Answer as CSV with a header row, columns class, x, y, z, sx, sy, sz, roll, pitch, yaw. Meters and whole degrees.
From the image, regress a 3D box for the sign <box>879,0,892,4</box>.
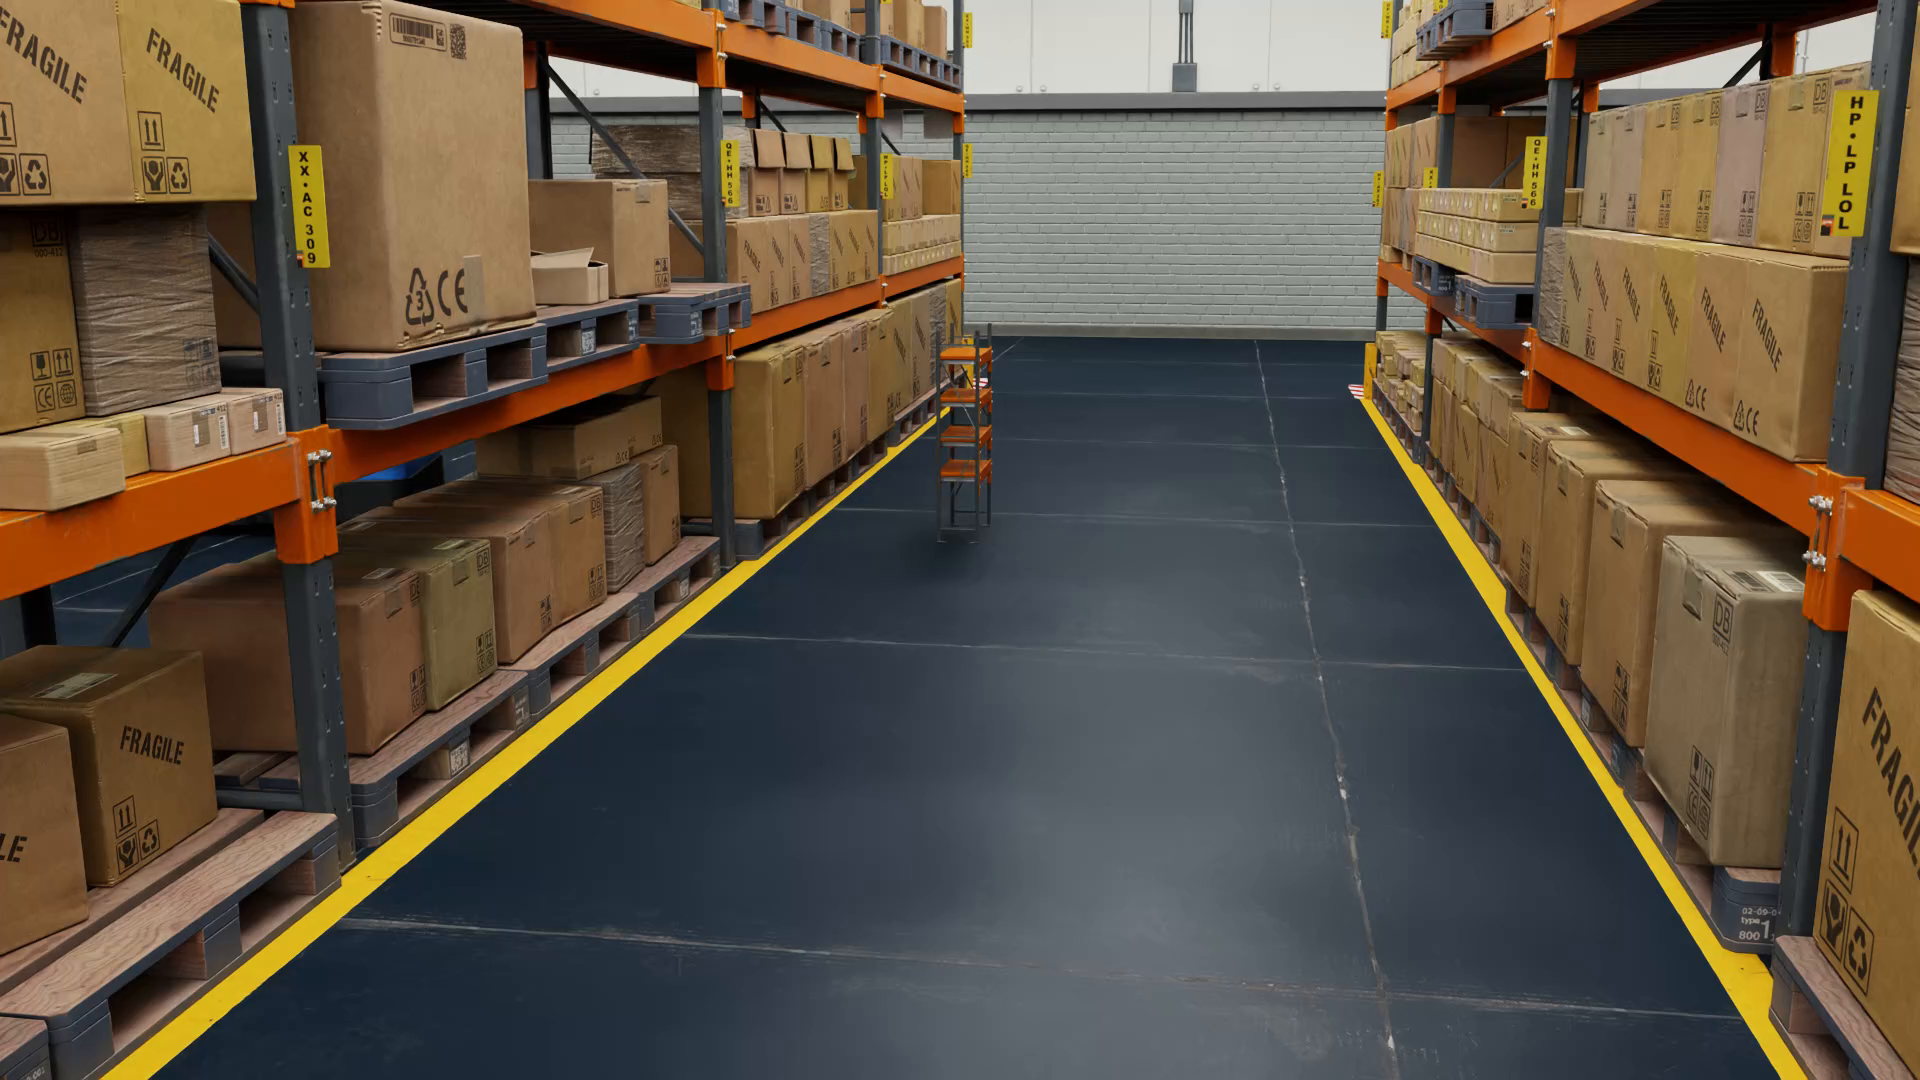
class,x,y,z,sx,sy,sz,roll,pitch,yaw
sign,-0.543,-4.022,11.940,0.100,0.325,0.005,2,12,9

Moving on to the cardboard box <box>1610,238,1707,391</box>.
class,x,y,z,sx,sy,sz,roll,pitch,yaw
cardboard box,2.622,-0.799,5.845,0.500,0.500,0.500,2,12,8

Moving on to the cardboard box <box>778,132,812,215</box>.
class,x,y,z,sx,sy,sz,roll,pitch,yaw
cardboard box,-1.367,-2.298,10.417,0.797,0.503,0.637,2,12,10

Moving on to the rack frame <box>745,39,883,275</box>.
class,x,y,z,sx,sy,sz,roll,pitch,yaw
rack frame,-1.080,-2.164,12.415,1.000,3.000,0.127,2,12,9

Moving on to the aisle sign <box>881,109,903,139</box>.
class,x,y,z,sx,sy,sz,roll,pitch,yaw
aisle sign,-0.750,-4.292,16.120,0.394,0.787,0.004,2,12,9

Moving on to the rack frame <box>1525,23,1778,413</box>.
class,x,y,z,sx,sy,sz,roll,pitch,yaw
rack frame,3.190,-1.150,7.708,1.000,3.000,0.127,2,12,9

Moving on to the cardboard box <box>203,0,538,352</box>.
class,x,y,z,sx,sy,sz,roll,pitch,yaw
cardboard box,-2.050,-1.158,5.327,1.000,1.000,1.000,2,12,9

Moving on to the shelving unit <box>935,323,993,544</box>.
class,x,y,z,sx,sy,sz,roll,pitch,yaw
shelving unit,0.025,-0.621,9.527,0.258,1.200,0.503,2,12,9

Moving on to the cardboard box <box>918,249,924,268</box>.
class,x,y,z,sx,sy,sz,roll,pitch,yaw
cardboard box,-0.507,-2.362,13.930,0.380,0.149,0.250,2,12,9

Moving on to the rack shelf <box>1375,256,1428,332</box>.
class,x,y,z,sx,sy,sz,roll,pitch,yaw
rack shelf,4.113,-2.047,13.580,1.077,0.370,4.000,2,12,9

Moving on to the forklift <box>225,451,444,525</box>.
class,x,y,z,sx,sy,sz,roll,pitch,yaw
forklift,-4.754,-1.555,9.749,3.031,2.935,1.130,-1,12,-6

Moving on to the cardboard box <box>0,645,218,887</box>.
class,x,y,z,sx,sy,sz,roll,pitch,yaw
cardboard box,-2.412,0.600,4.527,0.500,0.500,0.500,1,12,7

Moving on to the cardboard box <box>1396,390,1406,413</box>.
class,x,y,z,sx,sy,sz,roll,pitch,yaw
cardboard box,3.688,-1.102,13.258,0.380,0.149,0.250,2,12,9

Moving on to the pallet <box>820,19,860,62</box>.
class,x,y,z,sx,sy,sz,roll,pitch,yaw
pallet,-1.172,-3.344,11.227,0.805,0.209,1.217,1,12,6

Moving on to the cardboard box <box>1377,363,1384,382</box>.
class,x,y,z,sx,sy,sz,roll,pitch,yaw
cardboard box,4.023,-1.528,15.234,0.380,0.149,0.250,2,12,10

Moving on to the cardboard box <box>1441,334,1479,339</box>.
class,x,y,z,sx,sy,sz,roll,pitch,yaw
cardboard box,4.494,-1.749,14.846,0.380,0.149,0.250,2,12,10

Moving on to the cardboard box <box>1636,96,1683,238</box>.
class,x,y,z,sx,sy,sz,roll,pitch,yaw
cardboard box,2.958,-1.382,6.176,0.700,0.500,0.500,2,12,8

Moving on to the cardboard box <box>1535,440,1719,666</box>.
class,x,y,z,sx,sy,sz,roll,pitch,yaw
cardboard box,2.876,0.051,6.482,1.050,0.750,0.750,2,12,10

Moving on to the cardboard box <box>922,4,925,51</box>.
class,x,y,z,sx,sy,sz,roll,pitch,yaw
cardboard box,-0.698,-4.543,14.862,0.700,0.500,0.500,1,12,7

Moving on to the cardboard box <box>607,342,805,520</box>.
class,x,y,z,sx,sy,sz,roll,pitch,yaw
cardboard box,-1.569,-0.641,9.395,1.225,0.875,0.875,1,12,6

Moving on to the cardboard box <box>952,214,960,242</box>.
class,x,y,z,sx,sy,sz,roll,pitch,yaw
cardboard box,-0.277,-2.959,15.756,0.500,0.250,0.500,2,12,8

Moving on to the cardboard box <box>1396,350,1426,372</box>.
class,x,y,z,sx,sy,sz,roll,pitch,yaw
cardboard box,3.731,-1.441,13.419,0.380,0.149,0.250,1,12,7

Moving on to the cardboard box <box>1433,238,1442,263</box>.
class,x,y,z,sx,sy,sz,roll,pitch,yaw
cardboard box,3.133,-1.783,10.245,0.380,0.149,0.250,1,12,6

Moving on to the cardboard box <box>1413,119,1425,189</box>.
class,x,y,z,sx,sy,sz,roll,pitch,yaw
cardboard box,3.684,-2.880,12.420,0.500,0.500,0.500,1,12,7

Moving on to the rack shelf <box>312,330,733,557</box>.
class,x,y,z,sx,sy,sz,roll,pitch,yaw
rack shelf,-2.003,-0.563,6.696,1.077,0.370,4.000,2,12,9

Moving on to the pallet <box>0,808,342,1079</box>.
class,x,y,z,sx,sy,sz,roll,pitch,yaw
pallet,-2.379,1.005,4.328,1.003,0.211,1.213,2,12,9

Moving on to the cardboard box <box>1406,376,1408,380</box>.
class,x,y,z,sx,sy,sz,roll,pitch,yaw
cardboard box,3.809,-1.286,13.406,0.380,0.149,0.250,1,12,6

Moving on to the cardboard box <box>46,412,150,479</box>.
class,x,y,z,sx,sy,sz,roll,pitch,yaw
cardboard box,-2.199,-0.220,3.990,0.380,0.149,0.250,2,12,9

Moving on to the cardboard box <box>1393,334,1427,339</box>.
class,x,y,z,sx,sy,sz,roll,pitch,yaw
cardboard box,4.081,-1.758,14.890,0.380,0.149,0.250,2,12,10

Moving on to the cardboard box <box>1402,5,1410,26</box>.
class,x,y,z,sx,sy,sz,roll,pitch,yaw
cardboard box,3.937,-4.430,14.033,0.380,0.149,0.250,2,12,9

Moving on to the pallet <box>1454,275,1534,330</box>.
class,x,y,z,sx,sy,sz,roll,pitch,yaw
pallet,3.194,-1.208,8.433,1.213,0.211,1.003,2,12,9

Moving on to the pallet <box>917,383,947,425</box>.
class,x,y,z,sx,sy,sz,roll,pitch,yaw
pallet,-0.701,-1.211,14.614,1.003,0.211,1.213,2,12,9

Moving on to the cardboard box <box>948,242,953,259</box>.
class,x,y,z,sx,sy,sz,roll,pitch,yaw
cardboard box,-0.273,-2.683,15.417,0.380,0.149,0.250,2,12,9

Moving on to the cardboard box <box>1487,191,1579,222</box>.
class,x,y,z,sx,sy,sz,roll,pitch,yaw
cardboard box,2.812,-1.640,8.170,0.380,0.149,0.250,1,12,6

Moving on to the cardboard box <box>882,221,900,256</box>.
class,x,y,z,sx,sy,sz,roll,pitch,yaw
cardboard box,-0.749,-2.326,12.814,0.500,0.250,0.500,2,12,8

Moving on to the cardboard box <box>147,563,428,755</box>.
class,x,y,z,sx,sy,sz,roll,pitch,yaw
cardboard box,-2.195,0.381,5.495,0.700,0.500,0.500,1,12,4

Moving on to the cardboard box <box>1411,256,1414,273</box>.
class,x,y,z,sx,sy,sz,roll,pitch,yaw
cardboard box,3.726,-2.148,12.936,0.380,0.149,0.250,1,12,6

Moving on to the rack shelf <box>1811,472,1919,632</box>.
class,x,y,z,sx,sy,sz,roll,pitch,yaw
rack shelf,2.267,0.451,1.989,1.077,0.370,4.000,2,12,9

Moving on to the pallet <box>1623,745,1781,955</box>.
class,x,y,z,sx,sy,sz,roll,pitch,yaw
pallet,2.619,0.883,4.895,1.003,0.211,1.213,2,12,9

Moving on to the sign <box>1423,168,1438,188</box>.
class,x,y,z,sx,sy,sz,roll,pitch,yaw
sign,3.268,-2.422,11.555,0.100,0.325,0.005,2,12,9

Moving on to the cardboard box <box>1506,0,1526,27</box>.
class,x,y,z,sx,sy,sz,roll,pitch,yaw
cardboard box,3.091,-2.897,8.457,0.500,0.500,0.500,2,12,9

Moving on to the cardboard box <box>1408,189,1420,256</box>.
class,x,y,z,sx,sy,sz,roll,pitch,yaw
cardboard box,3.681,-2.395,12.541,0.500,0.500,0.500,2,12,7

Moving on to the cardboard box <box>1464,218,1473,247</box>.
class,x,y,z,sx,sy,sz,roll,pitch,yaw
cardboard box,2.932,-1.658,8.959,0.380,0.149,0.250,2,12,9

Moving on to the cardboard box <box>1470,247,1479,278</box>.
class,x,y,z,sx,sy,sz,roll,pitch,yaw
cardboard box,2.891,-1.455,8.724,0.380,0.149,0.250,2,12,10

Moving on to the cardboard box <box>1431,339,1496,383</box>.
class,x,y,z,sx,sy,sz,roll,pitch,yaw
cardboard box,3.430,-1.187,11.038,0.500,0.250,0.500,1,12,6

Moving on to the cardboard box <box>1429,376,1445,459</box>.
class,x,y,z,sx,sy,sz,roll,pitch,yaw
cardboard box,3.429,-0.821,11.117,0.500,0.500,0.500,2,12,11

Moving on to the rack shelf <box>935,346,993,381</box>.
class,x,y,z,sx,sy,sz,roll,pitch,yaw
rack shelf,0.025,-1.005,9.444,0.258,0.148,0.480,2,12,9

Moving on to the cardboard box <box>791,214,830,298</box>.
class,x,y,z,sx,sy,sz,roll,pitch,yaw
cardboard box,-1.121,-1.791,10.446,0.500,0.500,0.500,2,12,9

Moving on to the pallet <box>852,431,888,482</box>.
class,x,y,z,sx,sy,sz,roll,pitch,yaw
pallet,-1.124,-0.638,11.953,1.003,0.211,1.213,2,12,9

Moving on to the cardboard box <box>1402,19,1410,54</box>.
class,x,y,z,sx,sy,sz,roll,pitch,yaw
cardboard box,3.927,-4.156,13.707,0.500,0.250,0.500,2,12,9

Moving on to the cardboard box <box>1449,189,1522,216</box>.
class,x,y,z,sx,sy,sz,roll,pitch,yaw
cardboard box,3.054,-1.963,9.670,0.380,0.149,0.250,2,12,10

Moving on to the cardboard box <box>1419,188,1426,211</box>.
class,x,y,z,sx,sy,sz,roll,pitch,yaw
cardboard box,3.290,-2.289,11.180,0.380,0.149,0.250,3,12,12

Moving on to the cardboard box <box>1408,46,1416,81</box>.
class,x,y,z,sx,sy,sz,roll,pitch,yaw
cardboard box,3.857,-3.799,13.236,0.500,0.250,0.500,2,12,8

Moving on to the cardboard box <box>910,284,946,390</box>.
class,x,y,z,sx,sy,sz,roll,pitch,yaw
cardboard box,-0.624,-1.838,14.950,0.875,0.875,0.875,2,12,9

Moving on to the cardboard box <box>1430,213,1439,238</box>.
class,x,y,z,sx,sy,sz,roll,pitch,yaw
cardboard box,3.174,-1.981,10.460,0.380,0.149,0.250,1,12,6
